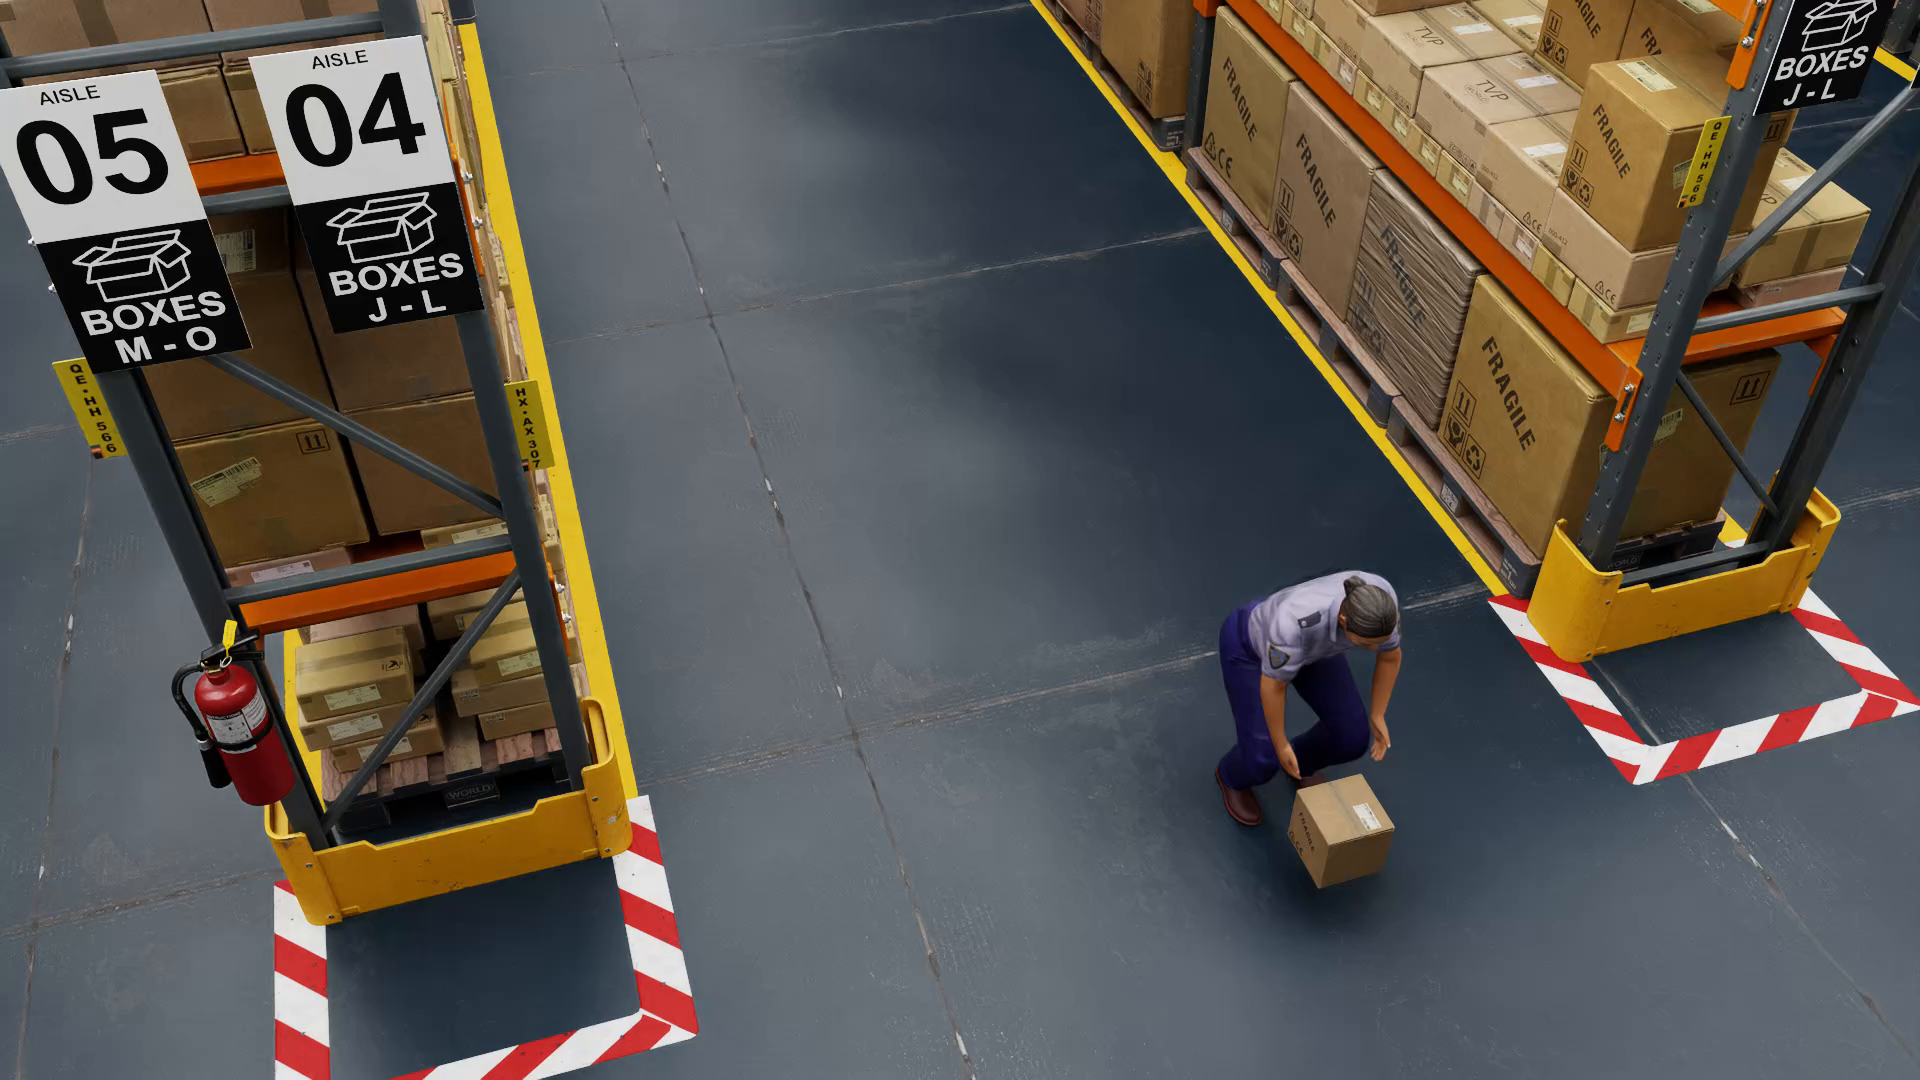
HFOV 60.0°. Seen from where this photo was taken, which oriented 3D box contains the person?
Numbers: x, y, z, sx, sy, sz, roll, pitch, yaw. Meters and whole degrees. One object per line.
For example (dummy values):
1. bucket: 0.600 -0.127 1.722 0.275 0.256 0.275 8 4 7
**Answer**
1. person: 1.238 0.626 5.948 0.529 1.033 0.792 -12 44 -13
